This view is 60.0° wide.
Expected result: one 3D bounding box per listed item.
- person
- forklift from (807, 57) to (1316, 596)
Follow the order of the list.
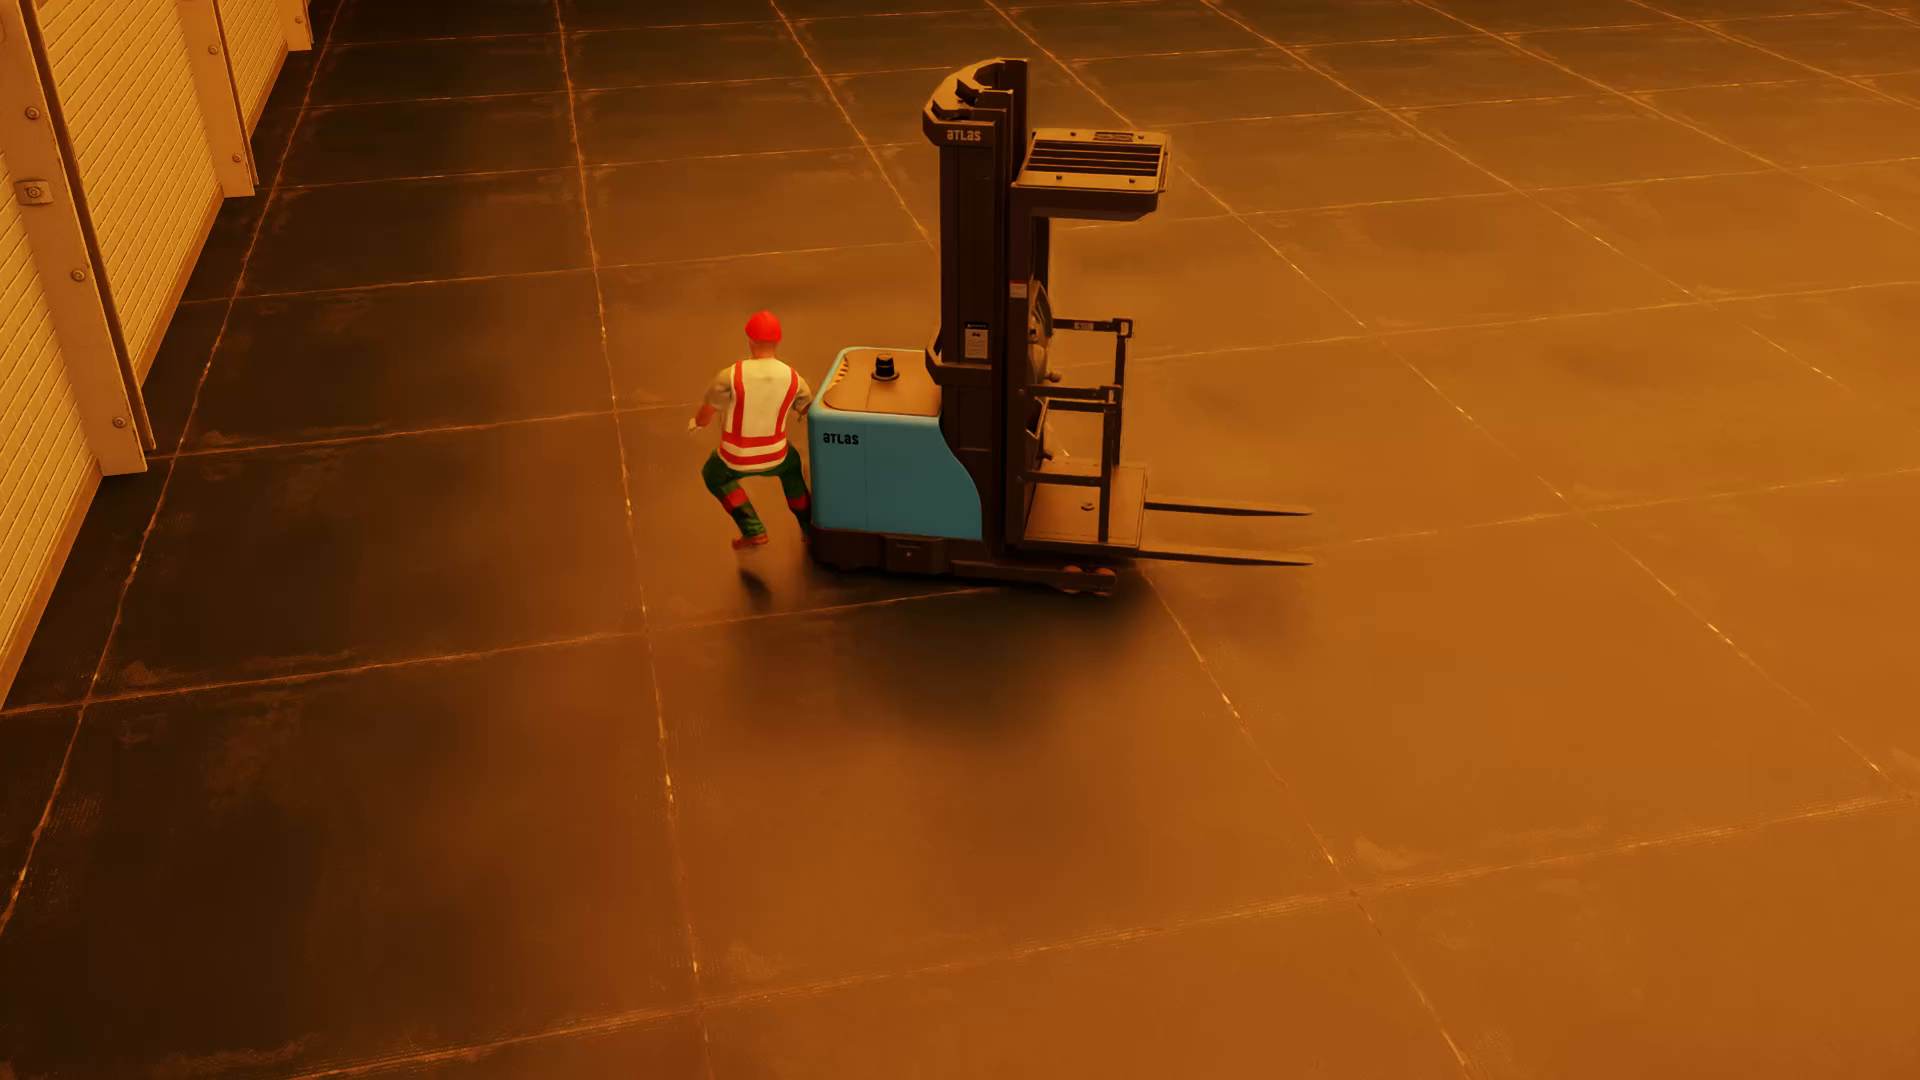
[{"bbox_3d":[-1.211,-0.627,9.961,0.808,1.646,0.667,-10,32,-17],"label":"person"},{"bbox_3d":[0.653,-1.218,9.679,3.031,2.935,1.130,4,30,8],"label":"forklift"}]
